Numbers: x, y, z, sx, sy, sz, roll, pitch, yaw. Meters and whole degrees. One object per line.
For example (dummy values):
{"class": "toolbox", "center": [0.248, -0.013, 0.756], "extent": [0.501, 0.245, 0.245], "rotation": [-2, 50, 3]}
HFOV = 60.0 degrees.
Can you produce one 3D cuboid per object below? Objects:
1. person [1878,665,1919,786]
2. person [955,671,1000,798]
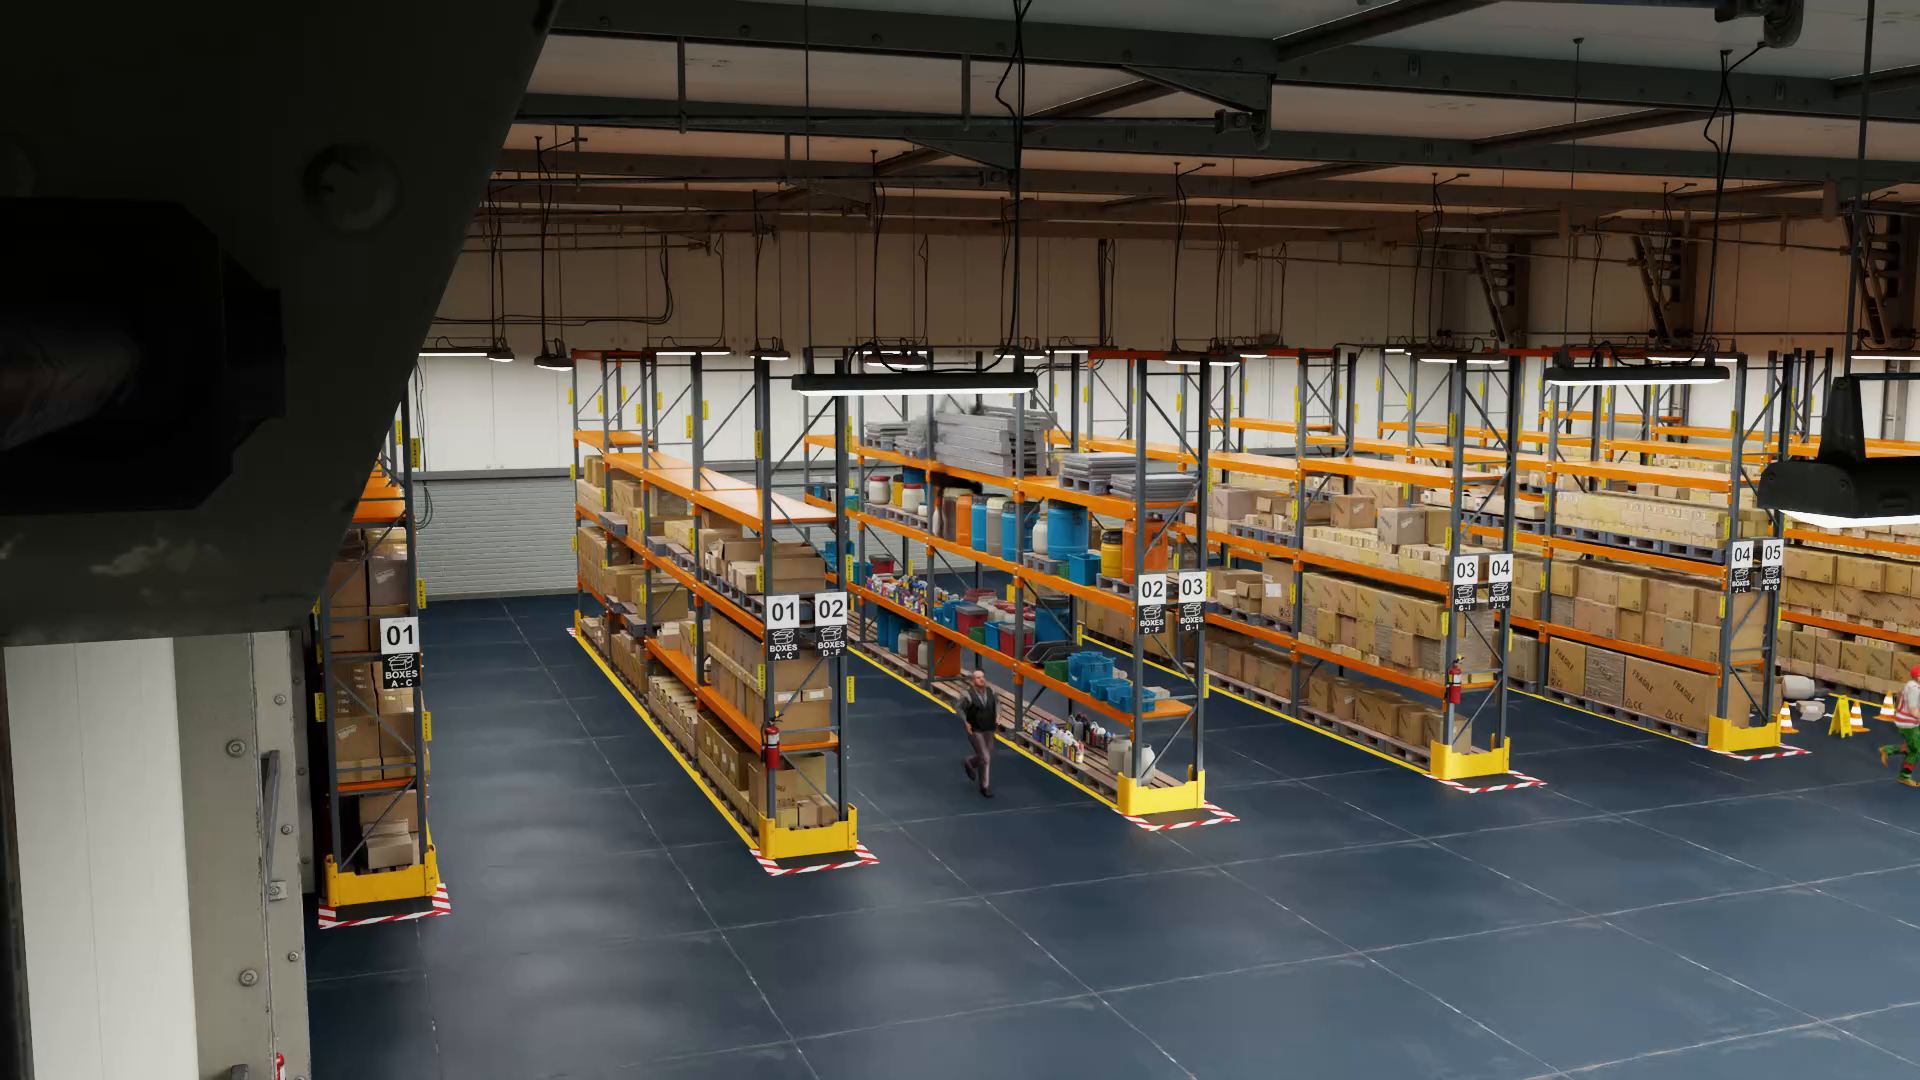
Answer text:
{"class": "person", "center": [13.312, 2.594, 23.333], "extent": [0.703, 1.734, 0.703], "rotation": [4, 8, 26]}
{"class": "person", "center": [0.272, 2.644, 22.994], "extent": [0.657, 1.720, 0.784], "rotation": [-4, 8, -28]}
